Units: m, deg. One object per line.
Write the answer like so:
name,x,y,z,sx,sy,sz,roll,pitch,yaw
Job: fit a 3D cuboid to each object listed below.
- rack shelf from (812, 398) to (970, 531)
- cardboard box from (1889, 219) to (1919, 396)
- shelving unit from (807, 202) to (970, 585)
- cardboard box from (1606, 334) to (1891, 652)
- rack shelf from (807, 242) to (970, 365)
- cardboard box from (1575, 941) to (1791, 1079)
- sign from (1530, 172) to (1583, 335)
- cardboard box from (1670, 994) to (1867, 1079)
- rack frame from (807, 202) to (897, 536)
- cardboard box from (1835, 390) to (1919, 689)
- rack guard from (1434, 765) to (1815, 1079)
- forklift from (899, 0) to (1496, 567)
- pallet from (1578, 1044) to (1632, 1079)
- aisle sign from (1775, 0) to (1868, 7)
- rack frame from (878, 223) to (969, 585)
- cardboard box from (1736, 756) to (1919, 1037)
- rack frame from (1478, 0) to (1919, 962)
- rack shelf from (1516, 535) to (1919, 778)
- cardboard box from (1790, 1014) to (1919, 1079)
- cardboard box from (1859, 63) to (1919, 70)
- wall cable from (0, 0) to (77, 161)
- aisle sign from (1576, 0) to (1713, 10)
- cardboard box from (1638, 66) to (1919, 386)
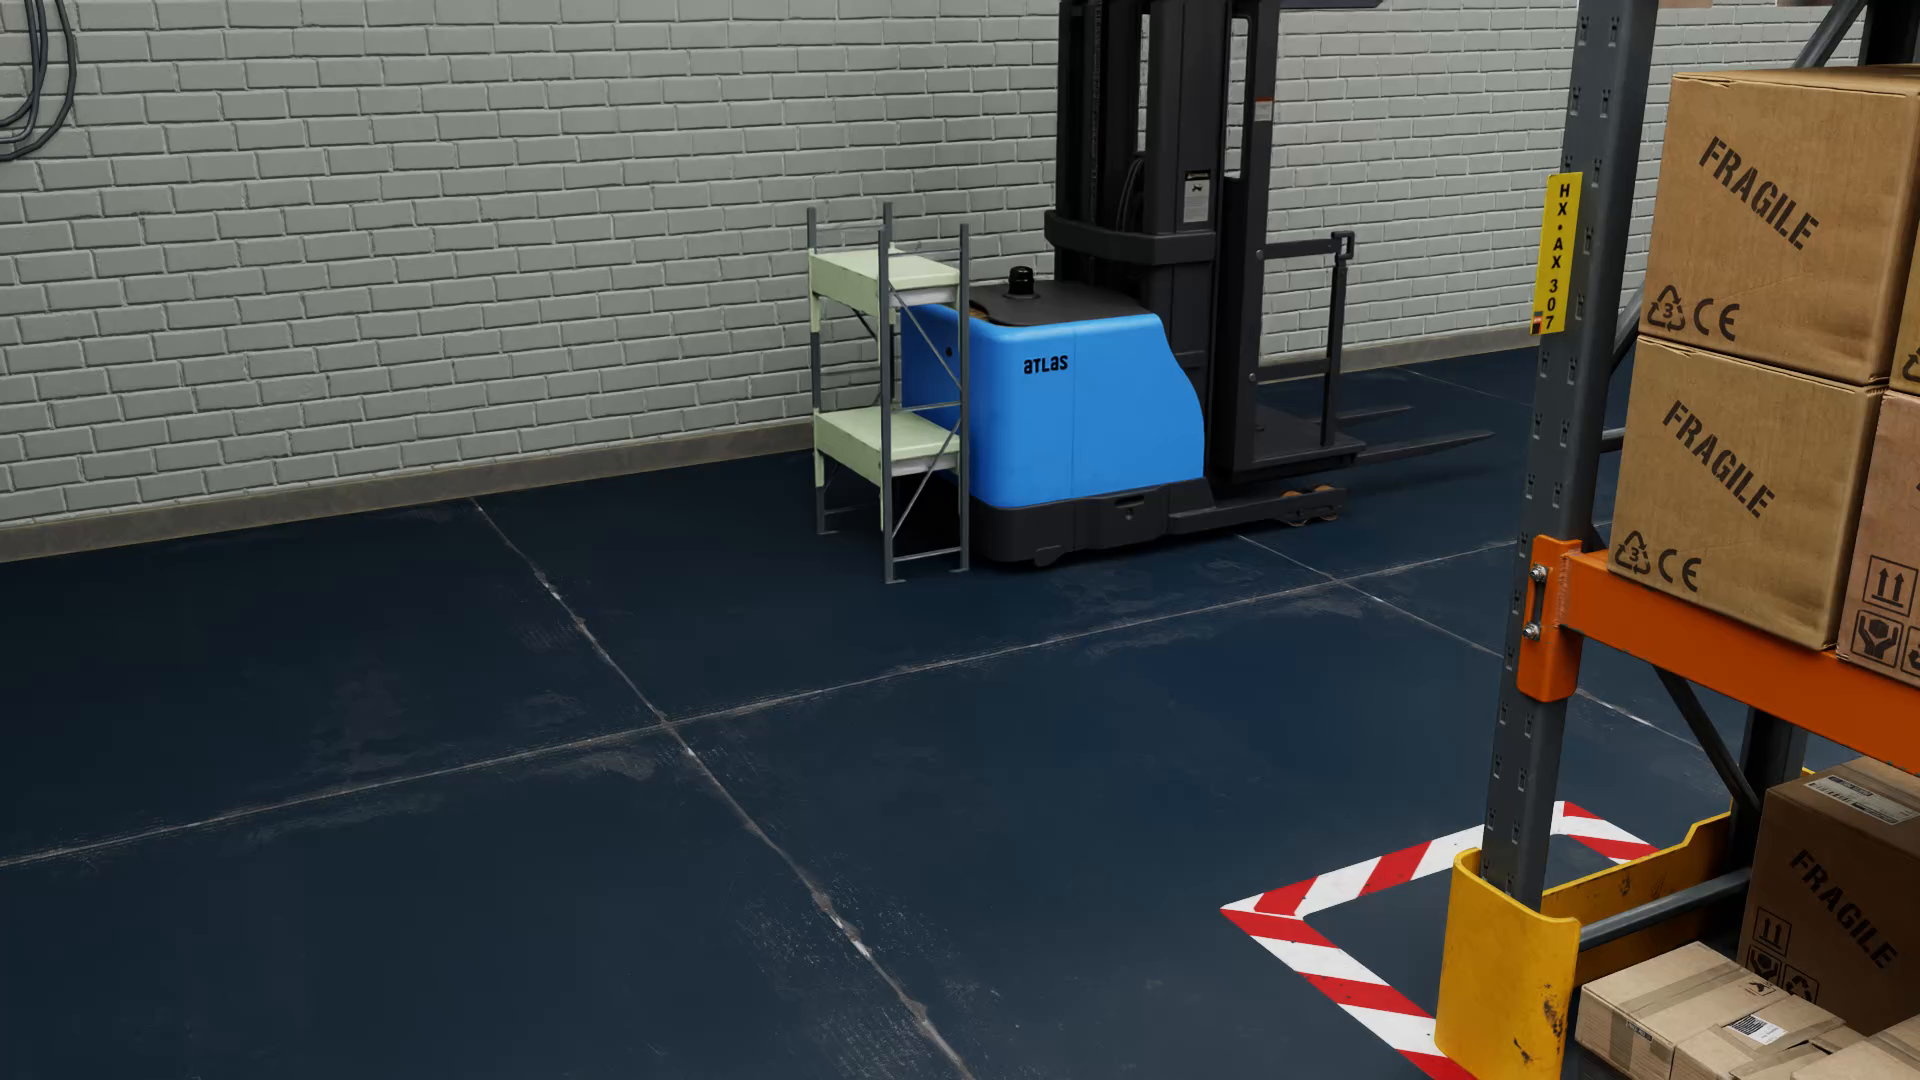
rack shelf,-0.313,-0.347,7.335,0.431,0.370,0.720,-10,21,-26
cardboard box,1.931,-0.461,2.683,0.500,0.500,0.500,-10,21,-26
shelving unit,-0.313,-0.655,7.229,0.431,1.500,0.755,-10,21,-26
cardboard box,1.676,-0.137,3.277,0.500,0.500,0.500,-9,21,-26
rack shelf,-0.313,-1.024,7.101,0.431,0.370,0.720,-10,21,-26
cardboard box,1.594,1.055,3.672,0.380,0.149,0.250,-10,21,-27
sign,1.220,-0.583,3.396,0.100,0.325,0.005,-10,21,-27
cardboard box,1.712,1.118,3.461,0.380,0.166,0.250,-10,21,-27
rack frame,-0.483,-0.760,7.535,0.400,1.500,0.023,-10,21,-26
cardboard box,1.925,0.010,2.850,0.500,0.500,0.500,-10,22,-27
rack guard,1.733,0.945,4.125,1.175,0.500,0.348,-10,21,-27
forklift,1.260,-1.589,7.744,3.031,2.935,1.130,-10,21,-26
pallet,2.113,1.311,3.510,1.003,0.211,1.213,-10,21,-27
aisle sign,1.934,-1.554,3.551,0.394,0.787,0.004,-10,21,-27
rack frame,-0.143,-0.549,6.922,0.400,1.500,0.023,-10,21,-26
cardboard box,2.172,0.833,3.775,0.500,0.500,0.500,-10,21,-27
rack frame,1.697,-0.258,3.781,1.000,3.000,0.127,-10,21,-27
rack shelf,2.647,0.656,2.234,1.077,0.370,4.000,-10,21,-27
cardboard box,1.943,1.177,3.162,0.500,0.250,0.500,-10,21,-27
cardboard box,2.150,-0.693,3.355,0.500,0.500,0.500,-10,22,-27
wall cable,-5.032,-2.537,5.948,3.097,2.526,0.112,-10,21,-27
aisle sign,1.406,-1.461,3.282,0.394,0.787,0.004,-10,21,-27
cardboard box,1.676,-0.610,3.114,0.500,0.500,0.500,-9,21,-25
